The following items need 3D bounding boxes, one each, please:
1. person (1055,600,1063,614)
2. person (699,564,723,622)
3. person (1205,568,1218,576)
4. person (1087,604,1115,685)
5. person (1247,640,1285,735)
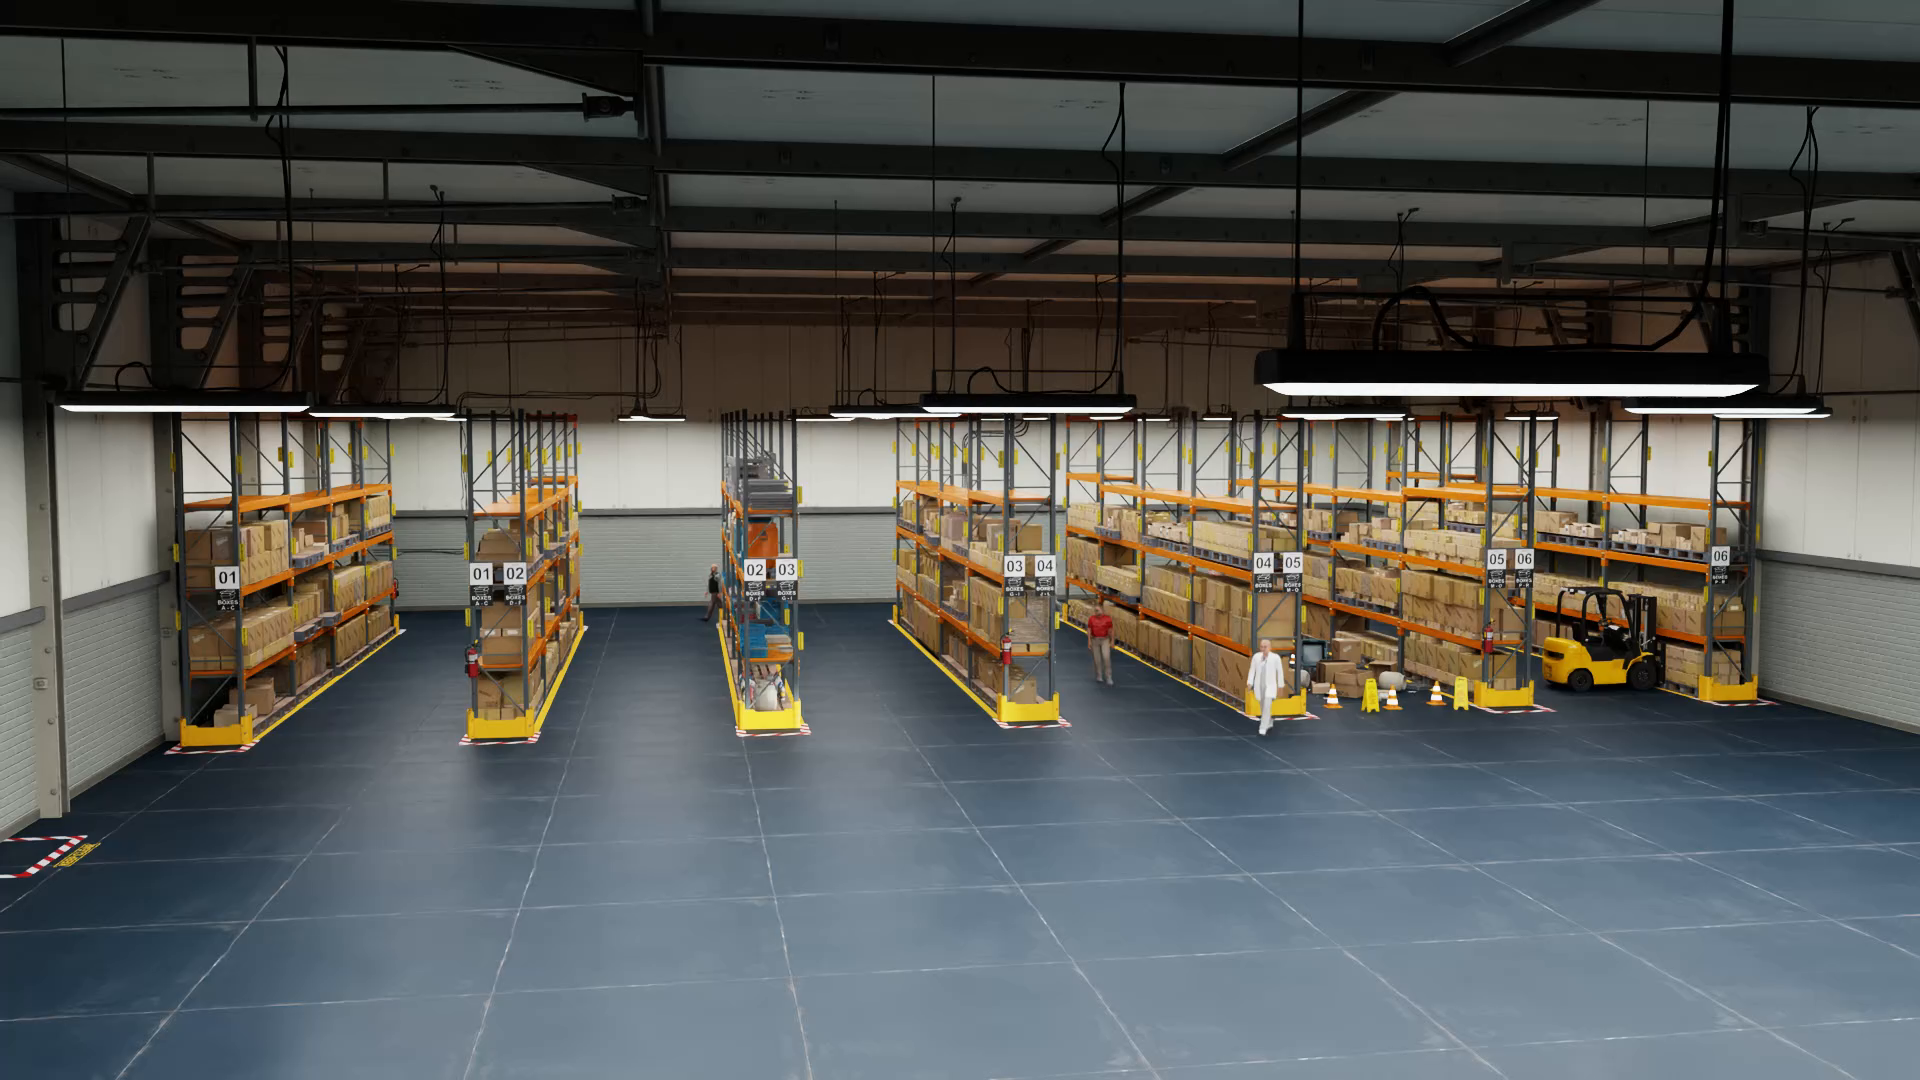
[{"bbox_3d":[2.650,1.465,49.444,1.042,1.622,0.446,-1,4,-10],"label":"person"},{"bbox_3d":[-7.112,1.529,47.956,0.908,1.689,0.553,-2,4,-27],"label":"person"},{"bbox_3d":[7.770,1.245,51.699,1.092,1.738,0.496,0,4,2],"label":"person"},{"bbox_3d":[3.120,2.299,36.805,0.649,1.732,0.661,1,4,16],"label":"person"},{"bbox_3d":[5.596,2.714,30.639,0.621,1.700,1.078,3,5,35],"label":"person"}]
